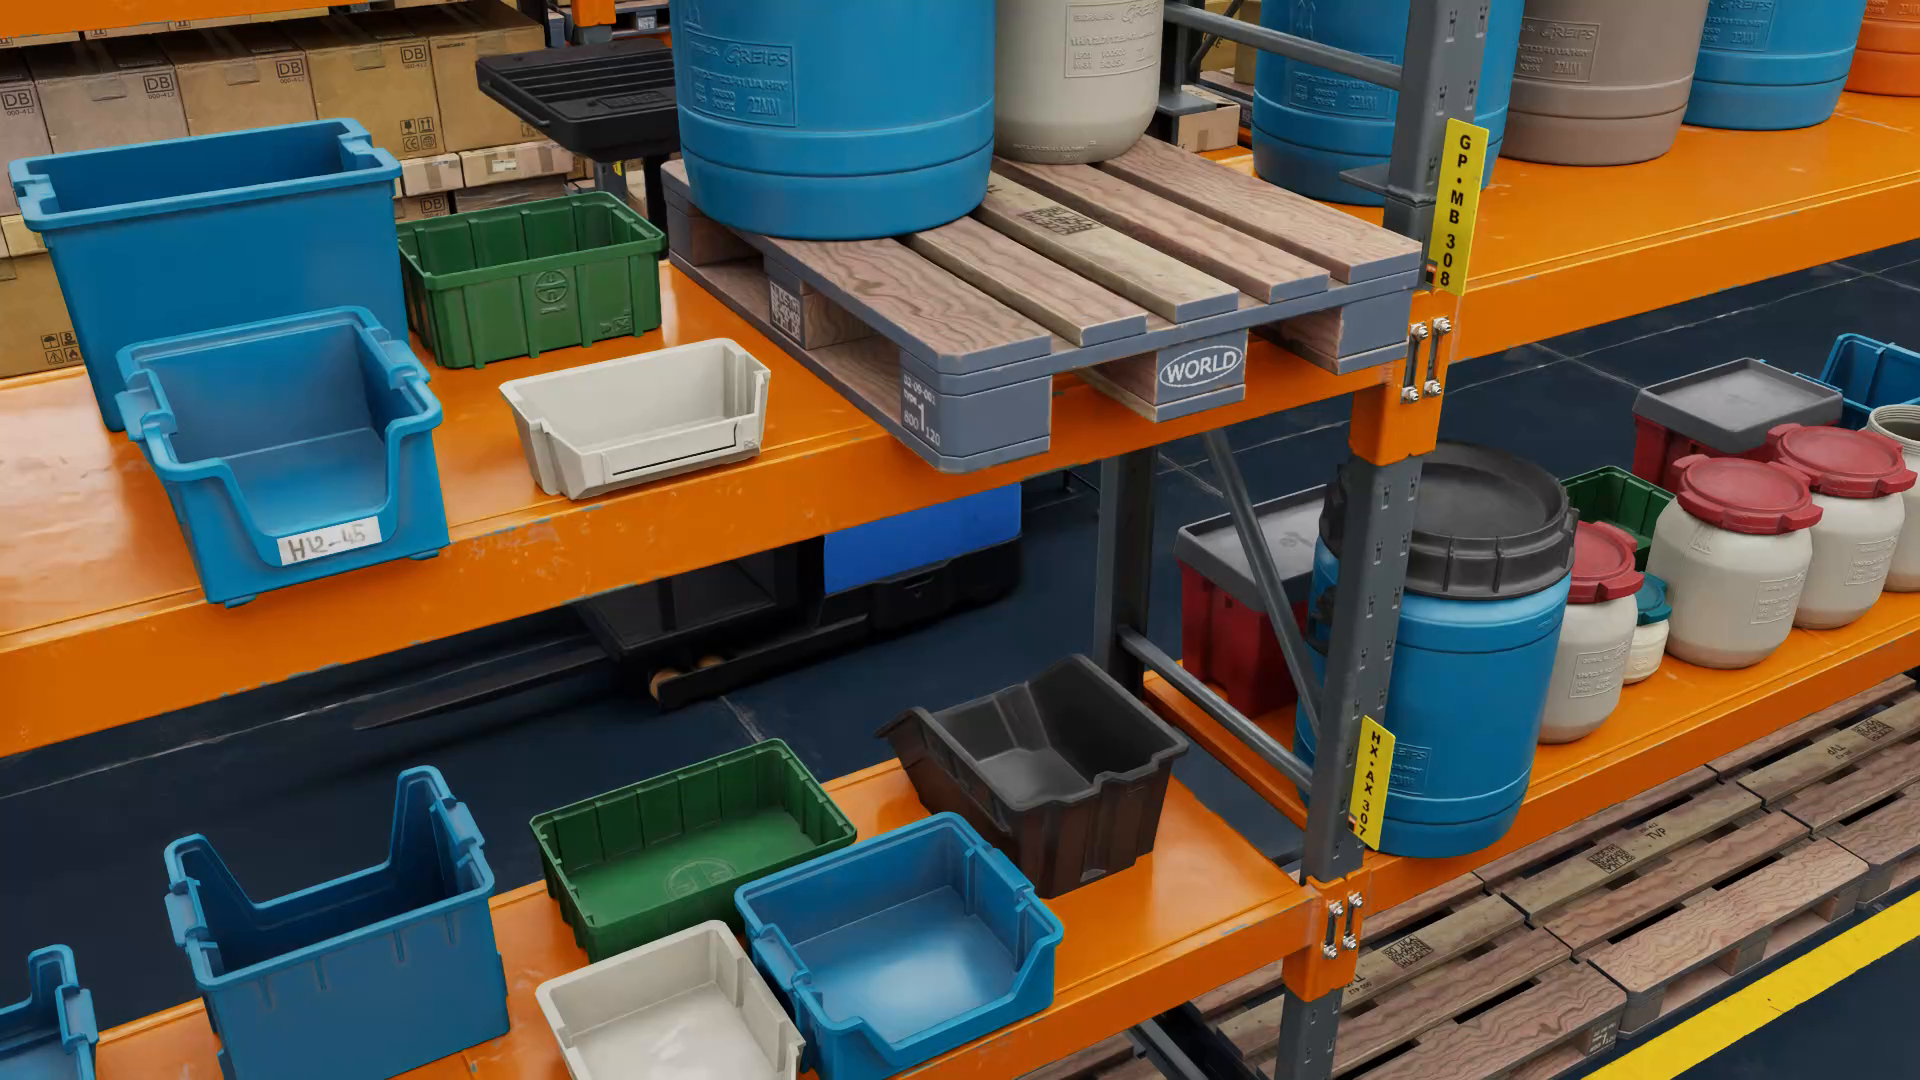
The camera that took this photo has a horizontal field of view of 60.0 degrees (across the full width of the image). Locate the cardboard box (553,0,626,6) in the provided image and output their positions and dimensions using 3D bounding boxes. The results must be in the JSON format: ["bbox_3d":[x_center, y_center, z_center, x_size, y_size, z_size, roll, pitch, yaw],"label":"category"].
[{"bbox_3d":[-2.847,-4.330,12.433,0.500,0.500,0.700,-11,31,-20],"label":"cardboard box"}]

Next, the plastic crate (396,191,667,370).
[{"bbox_3d":[-0.819,-0.496,3.159,0.450,0.188,0.336,-16,33,-26],"label":"plastic crate"}]

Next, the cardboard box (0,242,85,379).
[{"bbox_3d":[-3.985,-1.036,6.919,0.500,0.500,0.700,-16,33,-26],"label":"cardboard box"}]

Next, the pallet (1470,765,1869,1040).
[{"bbox_3d":[2.390,1.164,5.923,1.213,0.211,1.003,-16,33,-26],"label":"pallet"}]

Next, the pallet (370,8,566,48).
[{"bbox_3d":[-3.607,-3.718,12.081,1.213,0.211,1.003,-16,33,-26],"label":"pallet"}]

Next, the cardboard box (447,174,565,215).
[{"bbox_3d":[-2.206,-1.545,7.842,0.500,0.500,0.700,-17,33,-28],"label":"cardboard box"}]

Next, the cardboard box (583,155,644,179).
[{"bbox_3d":[-2.833,-3.216,13.105,0.500,0.500,0.700,-15,32,-26],"label":"cardboard box"}]

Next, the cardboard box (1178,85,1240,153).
[{"bbox_3d":[1.286,-2.482,9.735,0.500,0.311,0.500,-14,32,-23],"label":"cardboard box"}]

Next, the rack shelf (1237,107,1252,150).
[{"bbox_3d":[3.346,-2.766,10.903,4.000,0.370,1.077,-16,33,-26],"label":"rack shelf"}]

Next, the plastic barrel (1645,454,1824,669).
[{"bbox_3d":[2.248,0.070,4.878,0.433,0.535,0.433,0,29,0],"label":"plastic barrel"}]

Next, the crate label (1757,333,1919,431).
[{"bbox_3d":[3.134,-0.412,5.856,0.616,0.435,0.502,-16,33,-26],"label":"crate label"}]

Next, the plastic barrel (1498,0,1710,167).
[{"bbox_3d":[1.572,-1.456,4.160,0.600,0.901,0.600,0,29,0],"label":"plastic barrel"}]

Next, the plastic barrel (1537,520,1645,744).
[{"bbox_3d":[1.615,0.250,4.553,0.433,0.535,0.433,0,29,0],"label":"plastic barrel"}]

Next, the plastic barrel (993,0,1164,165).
[{"bbox_3d":[0.208,-1.071,3.431,0.421,0.512,0.421,0,29,0],"label":"plastic barrel"}]

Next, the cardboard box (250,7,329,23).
[{"bbox_3d":[-4.591,-3.702,11.212,0.500,0.500,0.500,-16,33,-26],"label":"cardboard box"}]

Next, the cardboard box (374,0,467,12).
[{"bbox_3d":[-3.884,-4.022,11.875,0.500,0.500,0.700,-16,33,-26],"label":"cardboard box"}]

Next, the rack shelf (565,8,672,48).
[{"bbox_3d":[-2.616,-3.850,12.866,4.000,0.370,1.077,-16,33,-26],"label":"rack shelf"}]

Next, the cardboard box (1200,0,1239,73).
[{"bbox_3d":[2.063,-4.663,15.385,0.750,0.750,0.750,-15,32,-26],"label":"cardboard box"}]

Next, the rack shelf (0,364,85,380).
[{"bbox_3d":[-3.551,-0.808,7.354,4.000,0.370,1.077,-16,33,-26],"label":"rack shelf"}]

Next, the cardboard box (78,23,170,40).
[{"bbox_3d":[-5.458,-3.459,10.771,0.500,0.500,0.500,-17,33,-28],"label":"cardboard box"}]

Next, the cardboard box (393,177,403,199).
[{"bbox_3d":[-2.618,-1.595,7.261,0.250,0.149,0.380,-16,33,-26],"label":"cardboard box"}]

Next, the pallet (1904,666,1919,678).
[{"bbox_3d":[4.786,0.483,7.156,1.213,0.211,1.003,-16,33,-26],"label":"pallet"}]

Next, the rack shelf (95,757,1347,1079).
[{"bbox_3d":[-1.045,1.256,3.613,4.000,0.370,1.077,-16,33,-26],"label":"rack shelf"}]

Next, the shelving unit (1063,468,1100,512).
[{"bbox_3d":[0.343,-0.762,8.078,0.755,1.500,0.431,-17,33,-27],"label":"shelving unit"}]

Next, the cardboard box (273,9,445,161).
[{"bbox_3d":[-2.641,-1.989,7.303,0.500,0.500,0.700,-16,33,-26],"label":"cardboard box"}]

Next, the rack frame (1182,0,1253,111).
[{"bbox_3d":[1.622,-2.592,9.842,0.127,3.000,1.000,-16,33,-26],"label":"rack frame"}]

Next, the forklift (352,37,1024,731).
[{"bbox_3d":[-1.231,-0.870,6.793,3.031,2.935,1.130,-17,33,-27],"label":"forklift"}]

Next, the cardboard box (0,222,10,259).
[{"bbox_3d":[-3.939,-1.221,6.583,0.250,0.149,0.380,-17,33,-28],"label":"cardboard box"}]

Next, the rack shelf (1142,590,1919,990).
[{"bbox_3d":[2.404,0.277,5.388,4.000,0.370,1.077,-16,33,-26],"label":"rack shelf"}]

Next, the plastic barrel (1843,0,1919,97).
[{"bbox_3d":[2.746,-1.758,4.782,0.708,0.830,0.600,-16,33,-26],"label":"plastic barrel"}]

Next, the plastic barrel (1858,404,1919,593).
[{"bbox_3d":[2.986,-0.132,5.270,0.421,0.512,0.421,0,29,0],"label":"plastic barrel"}]

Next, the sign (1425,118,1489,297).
[{"bbox_3d":[0.948,-0.633,3.180,0.005,0.325,0.100,-16,33,-26],"label":"sign"}]

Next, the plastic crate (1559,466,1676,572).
[{"bbox_3d":[2.038,0.001,5.363,0.662,0.188,0.450,-16,33,-26],"label":"plastic crate"}]

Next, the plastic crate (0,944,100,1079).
[{"bbox_3d":[-1.927,1.092,3.320,0.408,0.251,0.499,-16,33,-26],"label":"plastic crate"}]

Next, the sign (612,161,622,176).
[{"bbox_3d":[-1.545,-1.795,7.421,0.005,0.325,0.100,-16,33,-26],"label":"sign"}]

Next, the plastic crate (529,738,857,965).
[{"bbox_3d":[-0.634,0.759,3.989,0.662,0.188,0.450,-16,33,-26],"label":"plastic crate"}]

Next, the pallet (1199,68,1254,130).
[{"bbox_3d":[2.170,-2.703,10.242,1.003,0.211,1.213,-16,33,-26],"label":"pallet"}]

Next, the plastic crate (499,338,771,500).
[{"bbox_3d":[-0.500,-0.185,2.649,0.396,0.136,0.243,-16,33,-26],"label":"plastic crate"}]

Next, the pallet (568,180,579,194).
[{"bbox_3d":[-3.669,-2.646,12.825,1.213,0.211,1.003,-16,33,-26],"label":"pallet"}]

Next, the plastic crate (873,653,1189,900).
[{"bbox_3d":[0.163,0.554,4.206,0.504,0.338,0.767,-16,33,-26],"label":"plastic crate"}]

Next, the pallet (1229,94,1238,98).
[{"bbox_3d":[1.930,-4.192,15.628,1.213,0.211,1.003,-16,33,-26],"label":"pallet"}]

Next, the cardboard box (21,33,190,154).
[{"bbox_3d":[-3.504,-1.744,6.860,0.500,0.500,0.700,-16,33,-26],"label":"cardboard box"}]

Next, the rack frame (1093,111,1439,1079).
[{"bbox_3d":[0.679,0.452,4.327,0.127,3.000,1.000,-16,33,-26],"label":"rack frame"}]

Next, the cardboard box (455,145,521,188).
[{"bbox_3d":[-2.167,-1.725,7.496,0.250,0.149,0.380,-17,33,-27],"label":"cardboard box"}]
